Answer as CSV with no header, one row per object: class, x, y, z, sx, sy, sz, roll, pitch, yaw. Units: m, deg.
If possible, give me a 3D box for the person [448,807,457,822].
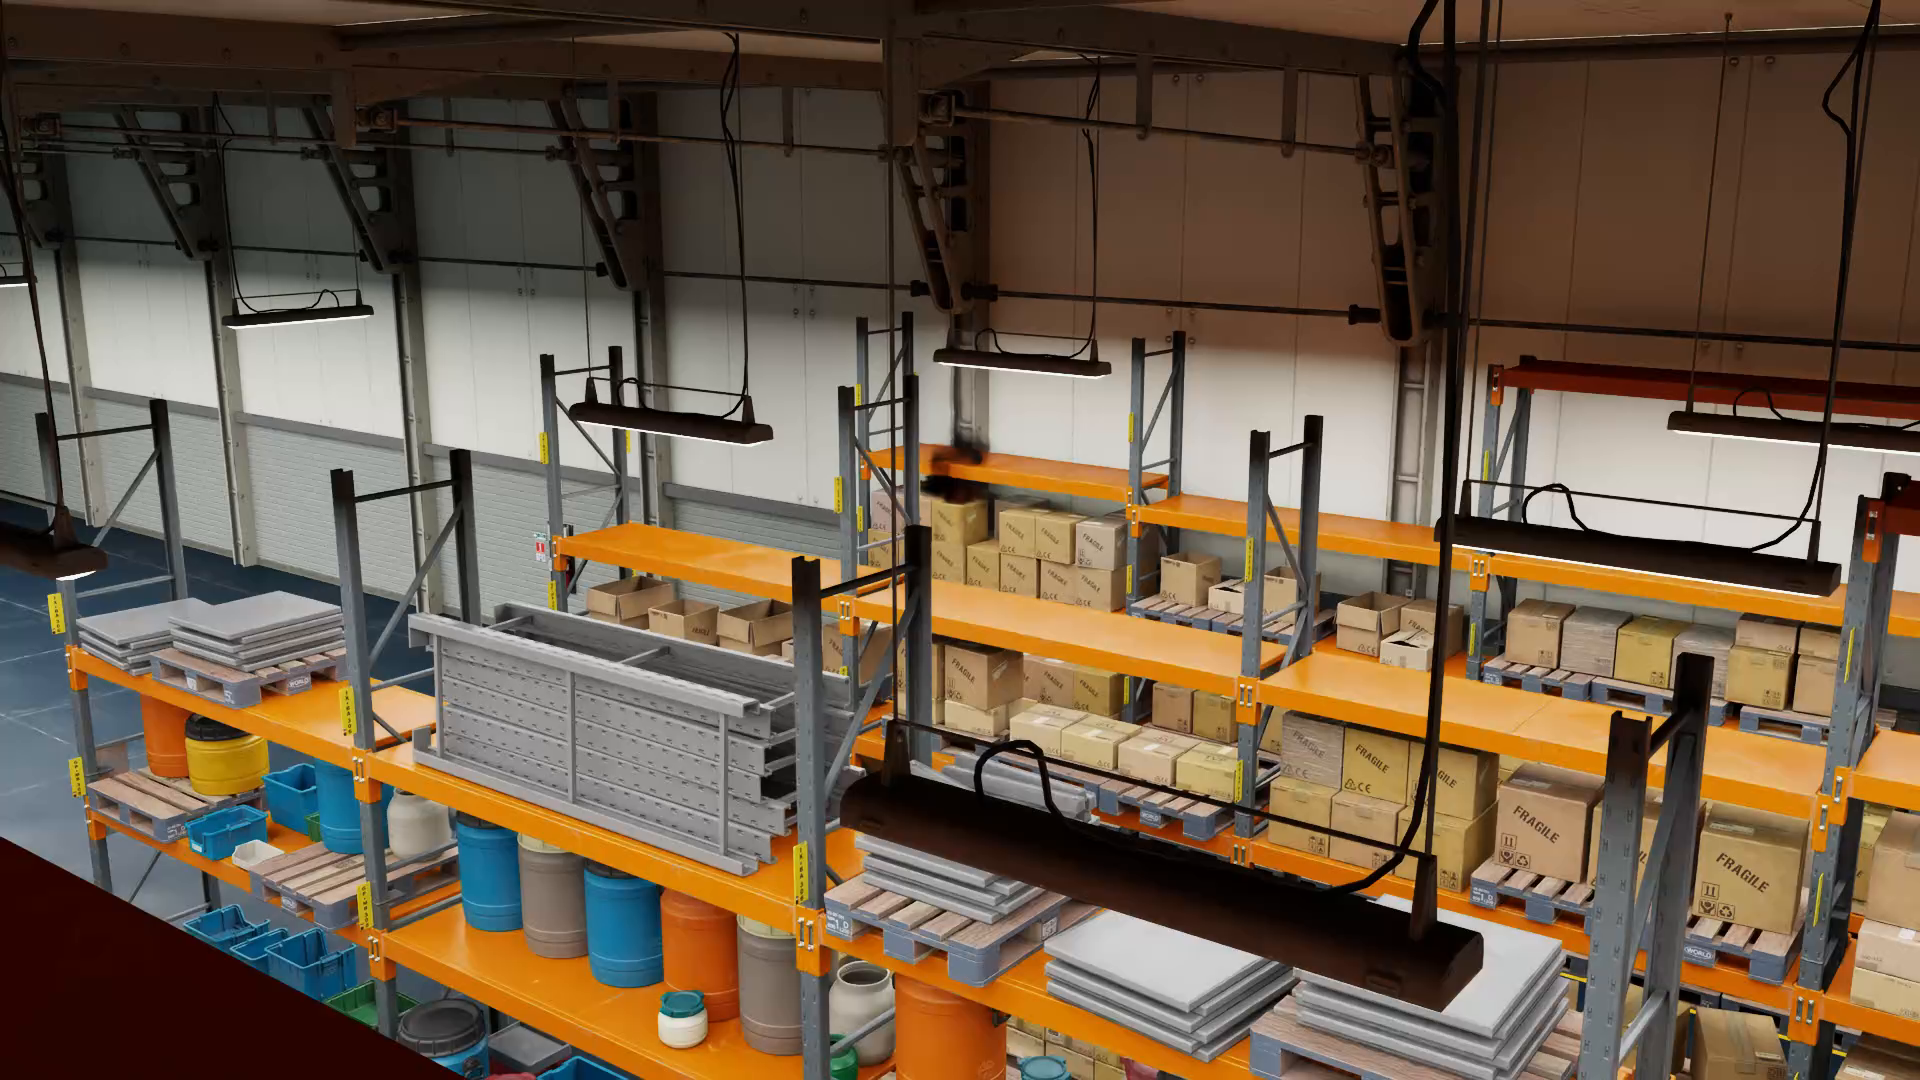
person,-5.866,2.861,18.862,0.941,1.594,0.649,-6,14,-25
